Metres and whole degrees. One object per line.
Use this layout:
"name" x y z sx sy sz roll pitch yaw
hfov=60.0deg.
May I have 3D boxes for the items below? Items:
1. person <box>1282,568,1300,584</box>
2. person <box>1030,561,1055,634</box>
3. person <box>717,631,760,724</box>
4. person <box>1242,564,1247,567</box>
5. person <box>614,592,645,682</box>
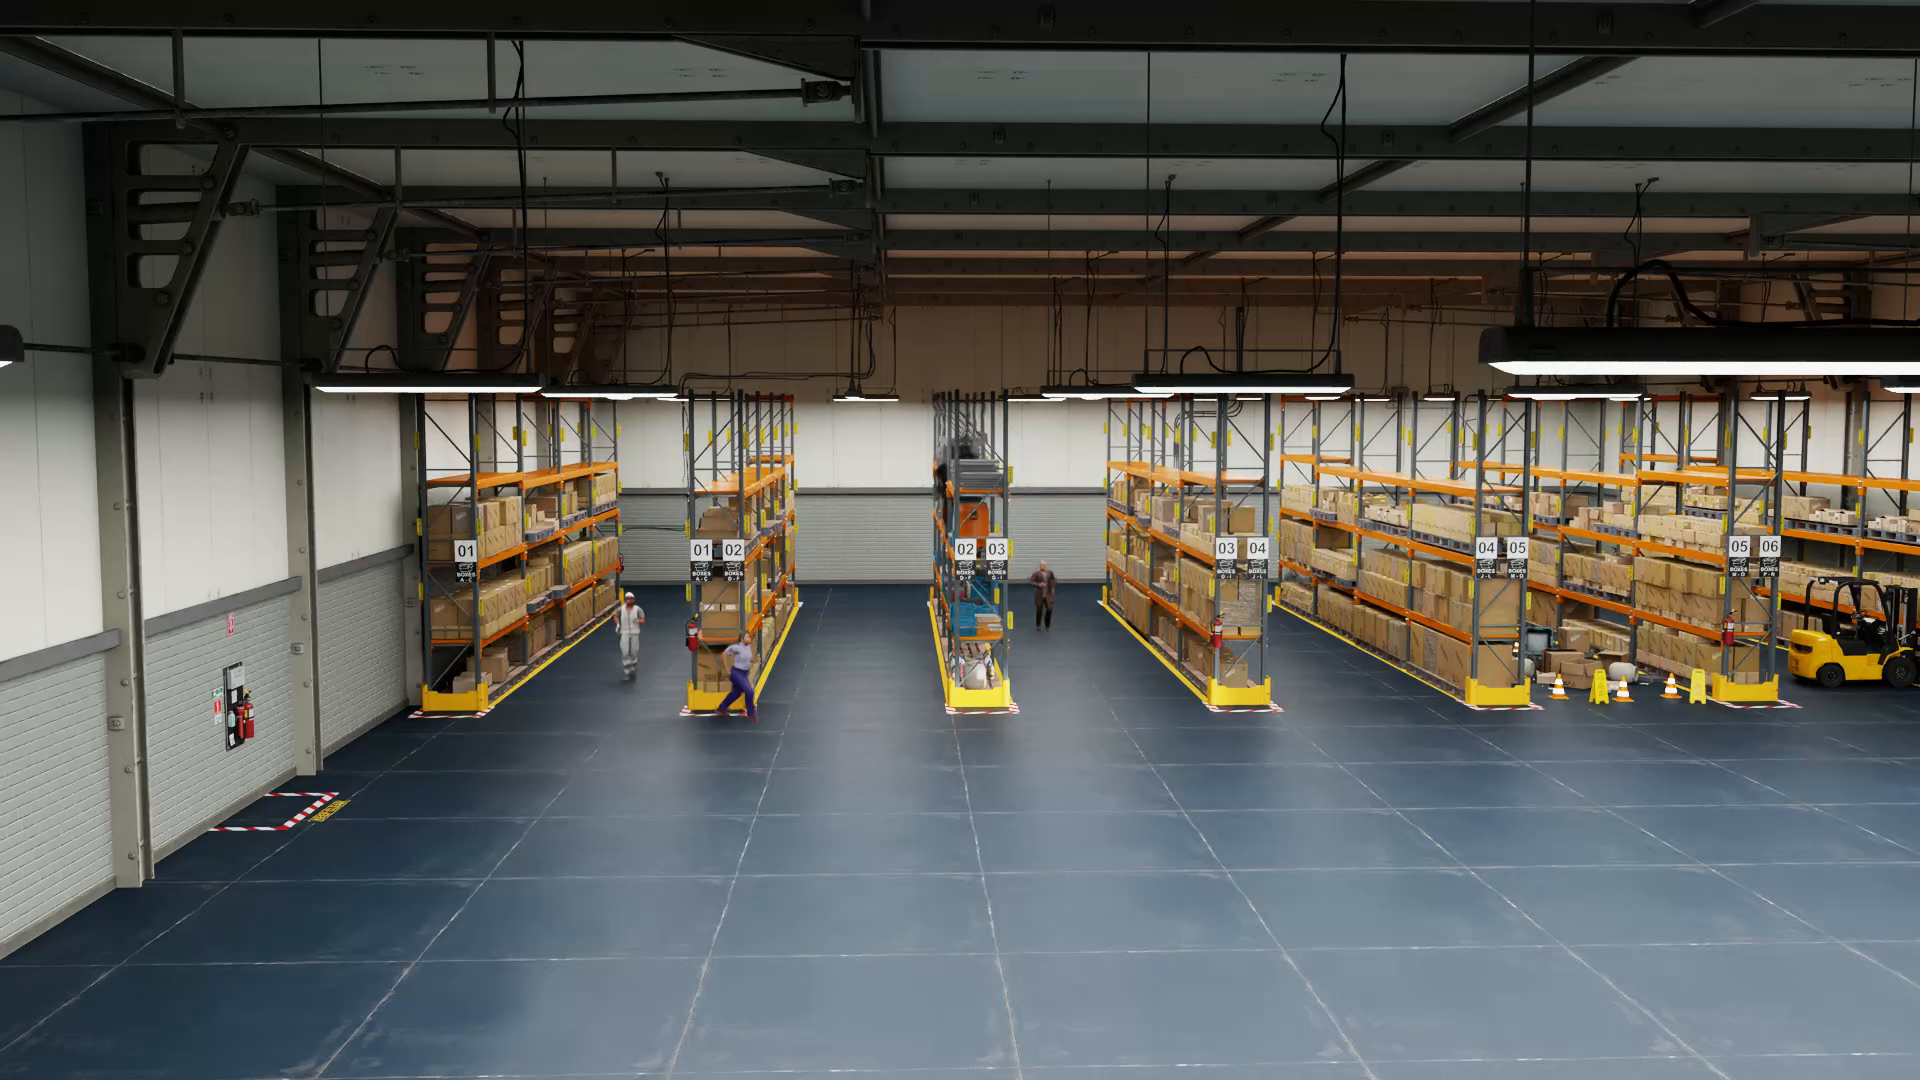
"person" 9.823 0.929 49.091 0.725 1.655 0.740 1 5 16
"person" 2.078 1.449 41.685 0.708 1.846 0.840 -1 5 -10
"person" -3.992 2.477 29.933 0.862 1.695 0.627 2 5 20
"person" 7.976 1.120 45.850 0.678 1.844 0.864 0 5 -3
"person" -6.871 2.008 34.606 0.631 1.844 0.725 -1 5 -12
